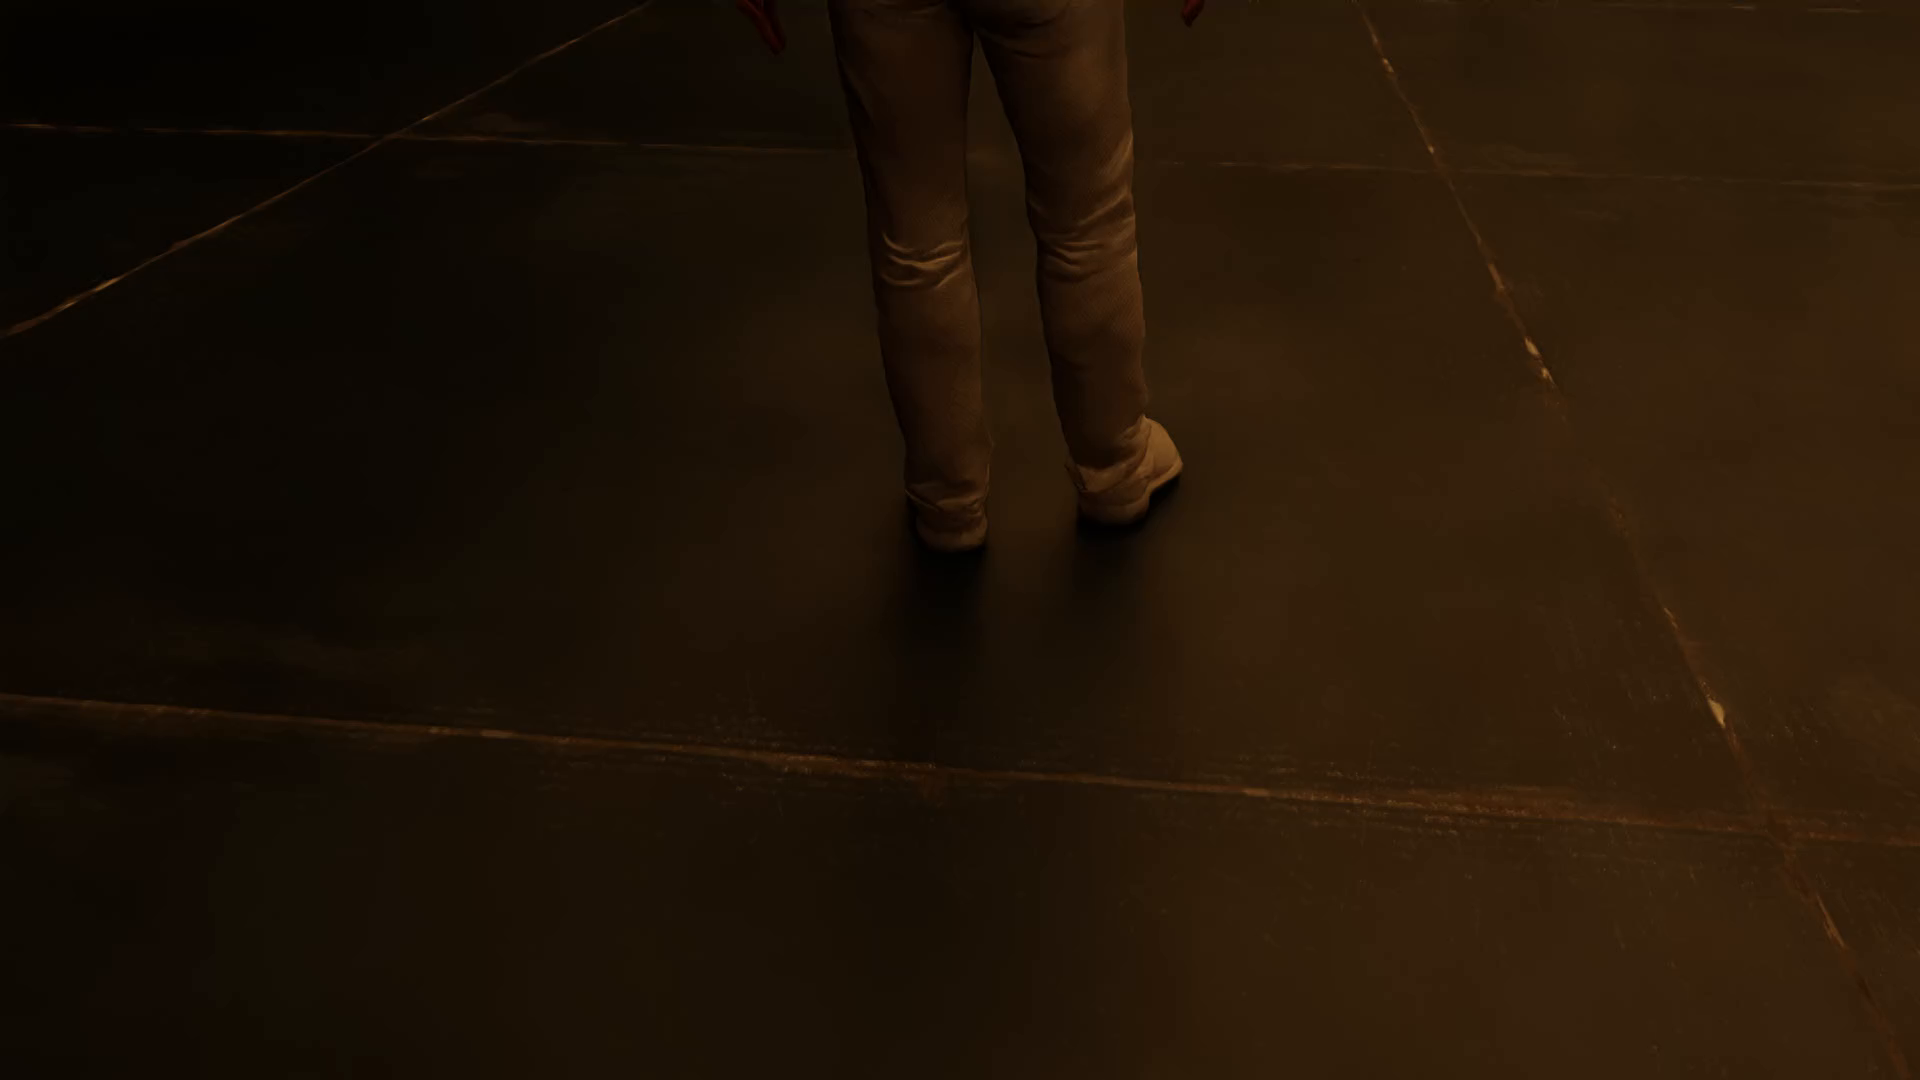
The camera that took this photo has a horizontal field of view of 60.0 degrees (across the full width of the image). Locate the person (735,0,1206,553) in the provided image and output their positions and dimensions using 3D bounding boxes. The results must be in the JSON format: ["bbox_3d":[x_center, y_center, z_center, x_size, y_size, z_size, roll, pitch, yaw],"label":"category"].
[{"bbox_3d":[0.015,-0.824,2.165,0.665,1.760,0.575,3,27,7],"label":"person"}]
